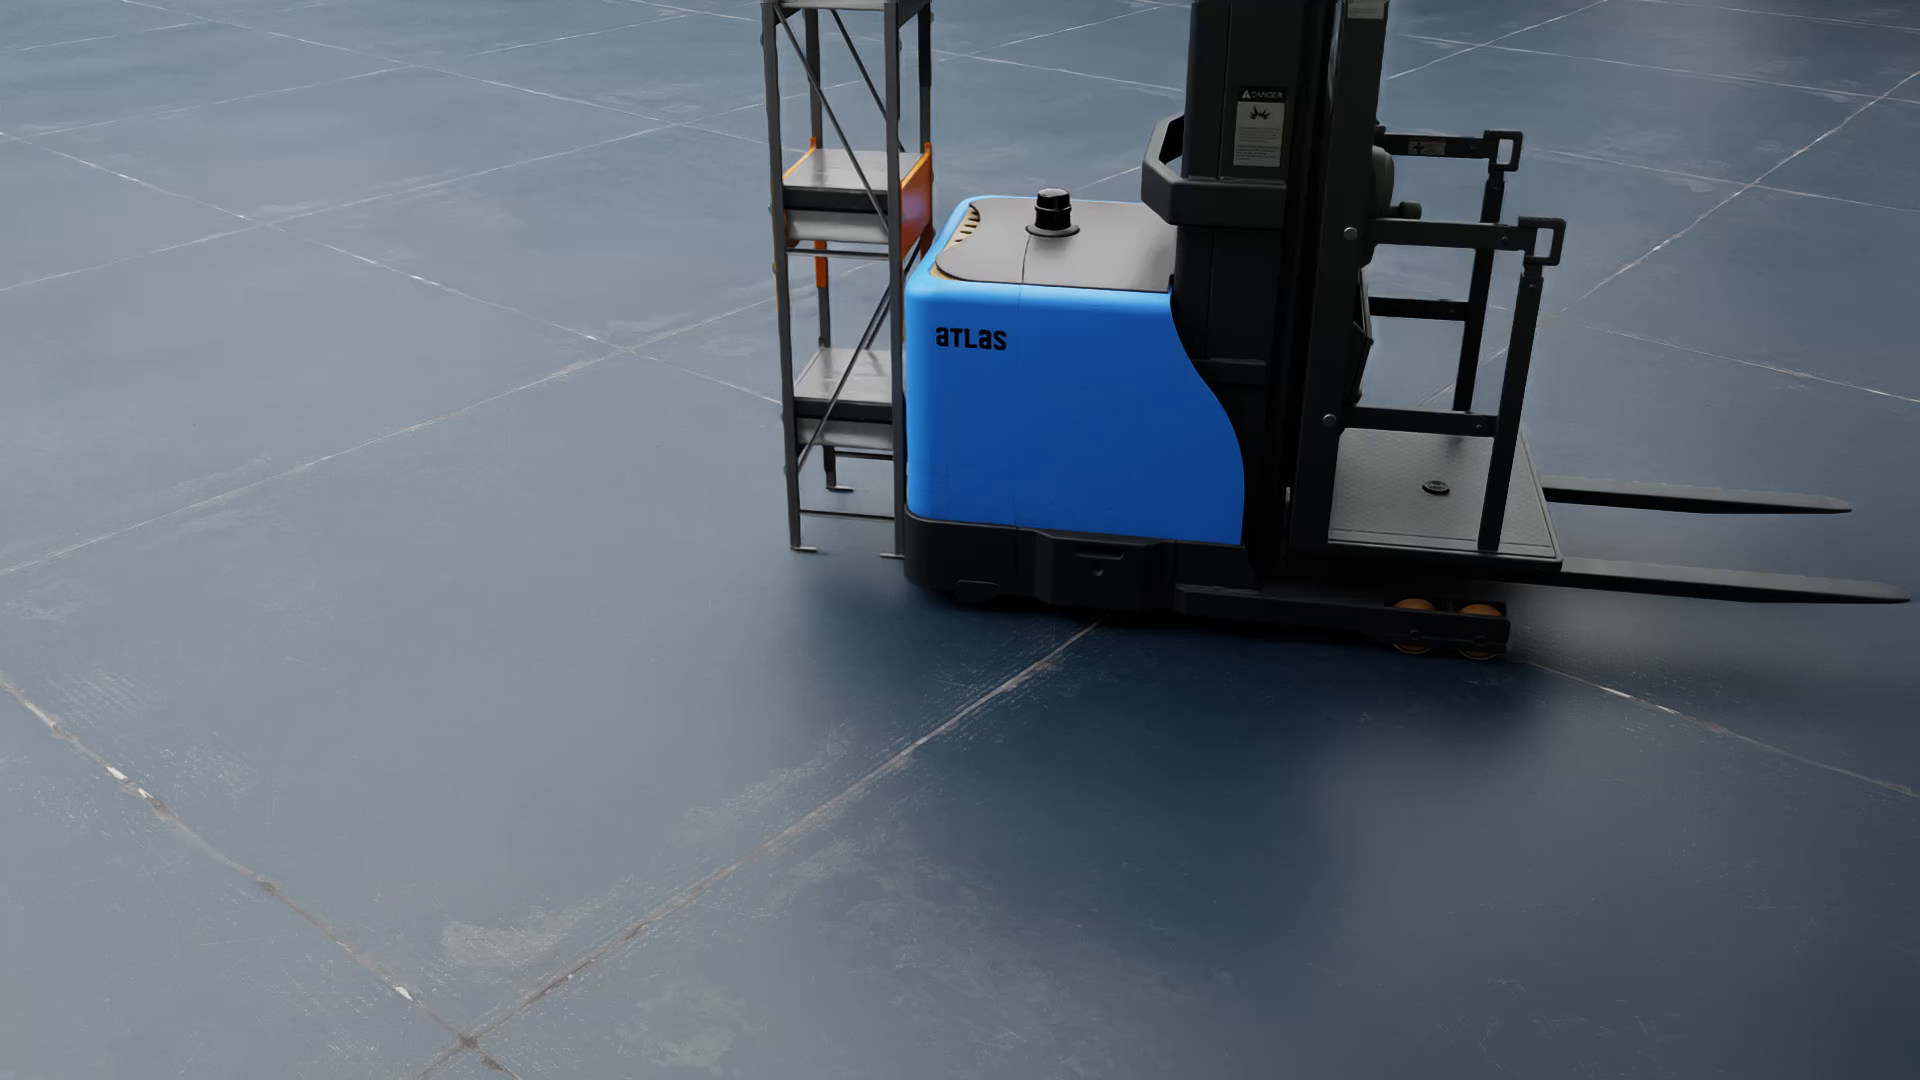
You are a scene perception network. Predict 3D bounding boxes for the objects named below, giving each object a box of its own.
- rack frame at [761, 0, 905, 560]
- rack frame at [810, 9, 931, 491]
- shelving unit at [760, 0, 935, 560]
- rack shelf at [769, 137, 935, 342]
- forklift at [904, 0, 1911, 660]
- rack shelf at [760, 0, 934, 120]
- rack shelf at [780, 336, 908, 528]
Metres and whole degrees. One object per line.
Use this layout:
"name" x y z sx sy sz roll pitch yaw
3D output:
"rack frame" -0.381 -0.885 5.175 0.400 2.100 0.015 5 28 9
"rack frame" -0.293 -1.105 5.601 0.400 2.100 0.015 5 28 9
"shelving unit" -0.337 -0.995 5.388 0.431 2.100 0.503 5 28 9
"rack shelf" -0.337 -0.983 5.394 0.431 0.518 0.480 5 28 9
"forklift" 1.389 -1.203 4.886 3.031 2.935 1.130 5 28 9
"rack shelf" -0.338 -1.605 5.073 0.431 0.518 0.480 5 28 9
"rack shelf" -0.337 -0.361 5.716 0.431 0.518 0.480 5 28 9
